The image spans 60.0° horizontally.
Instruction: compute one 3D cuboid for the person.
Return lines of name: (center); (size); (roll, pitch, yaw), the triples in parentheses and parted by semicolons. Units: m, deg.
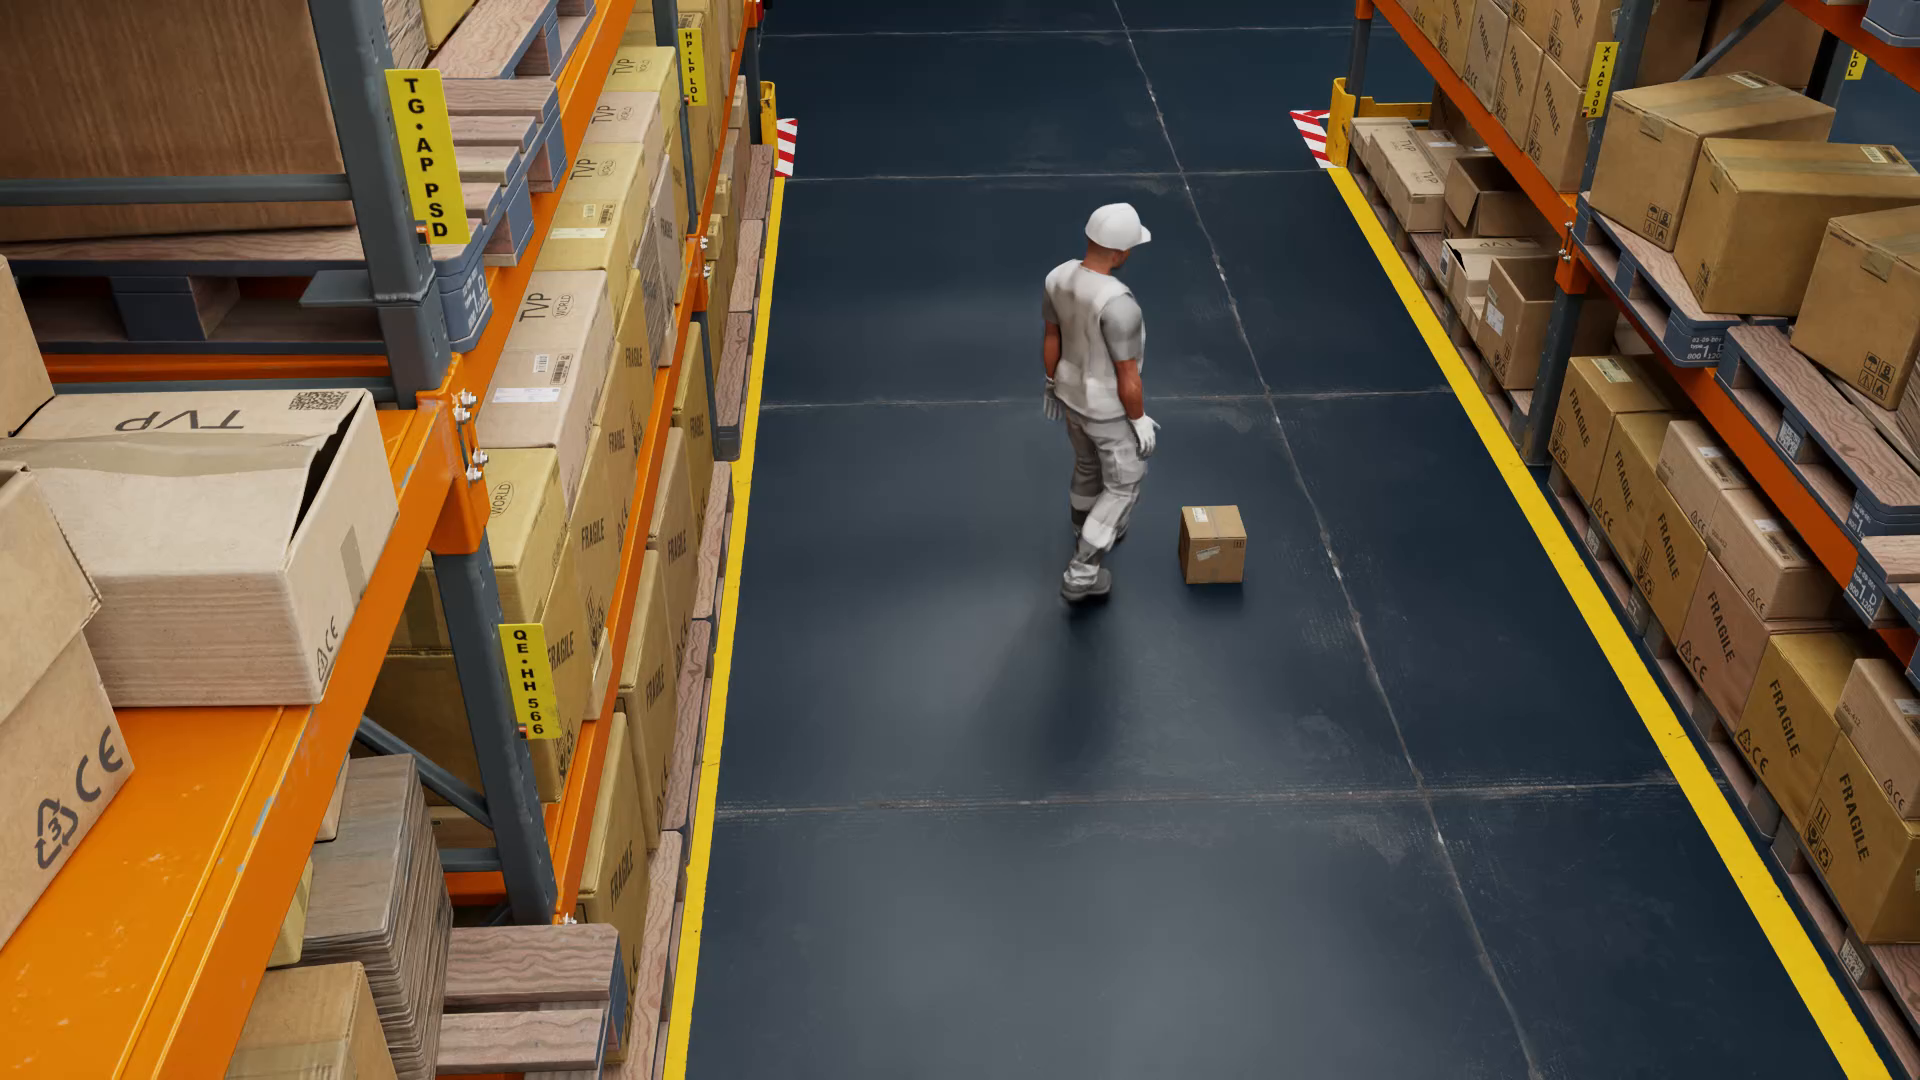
person: (0.622, -0.584, 6.950); (0.647, 1.775, 0.570); (-20, 40, -26)
